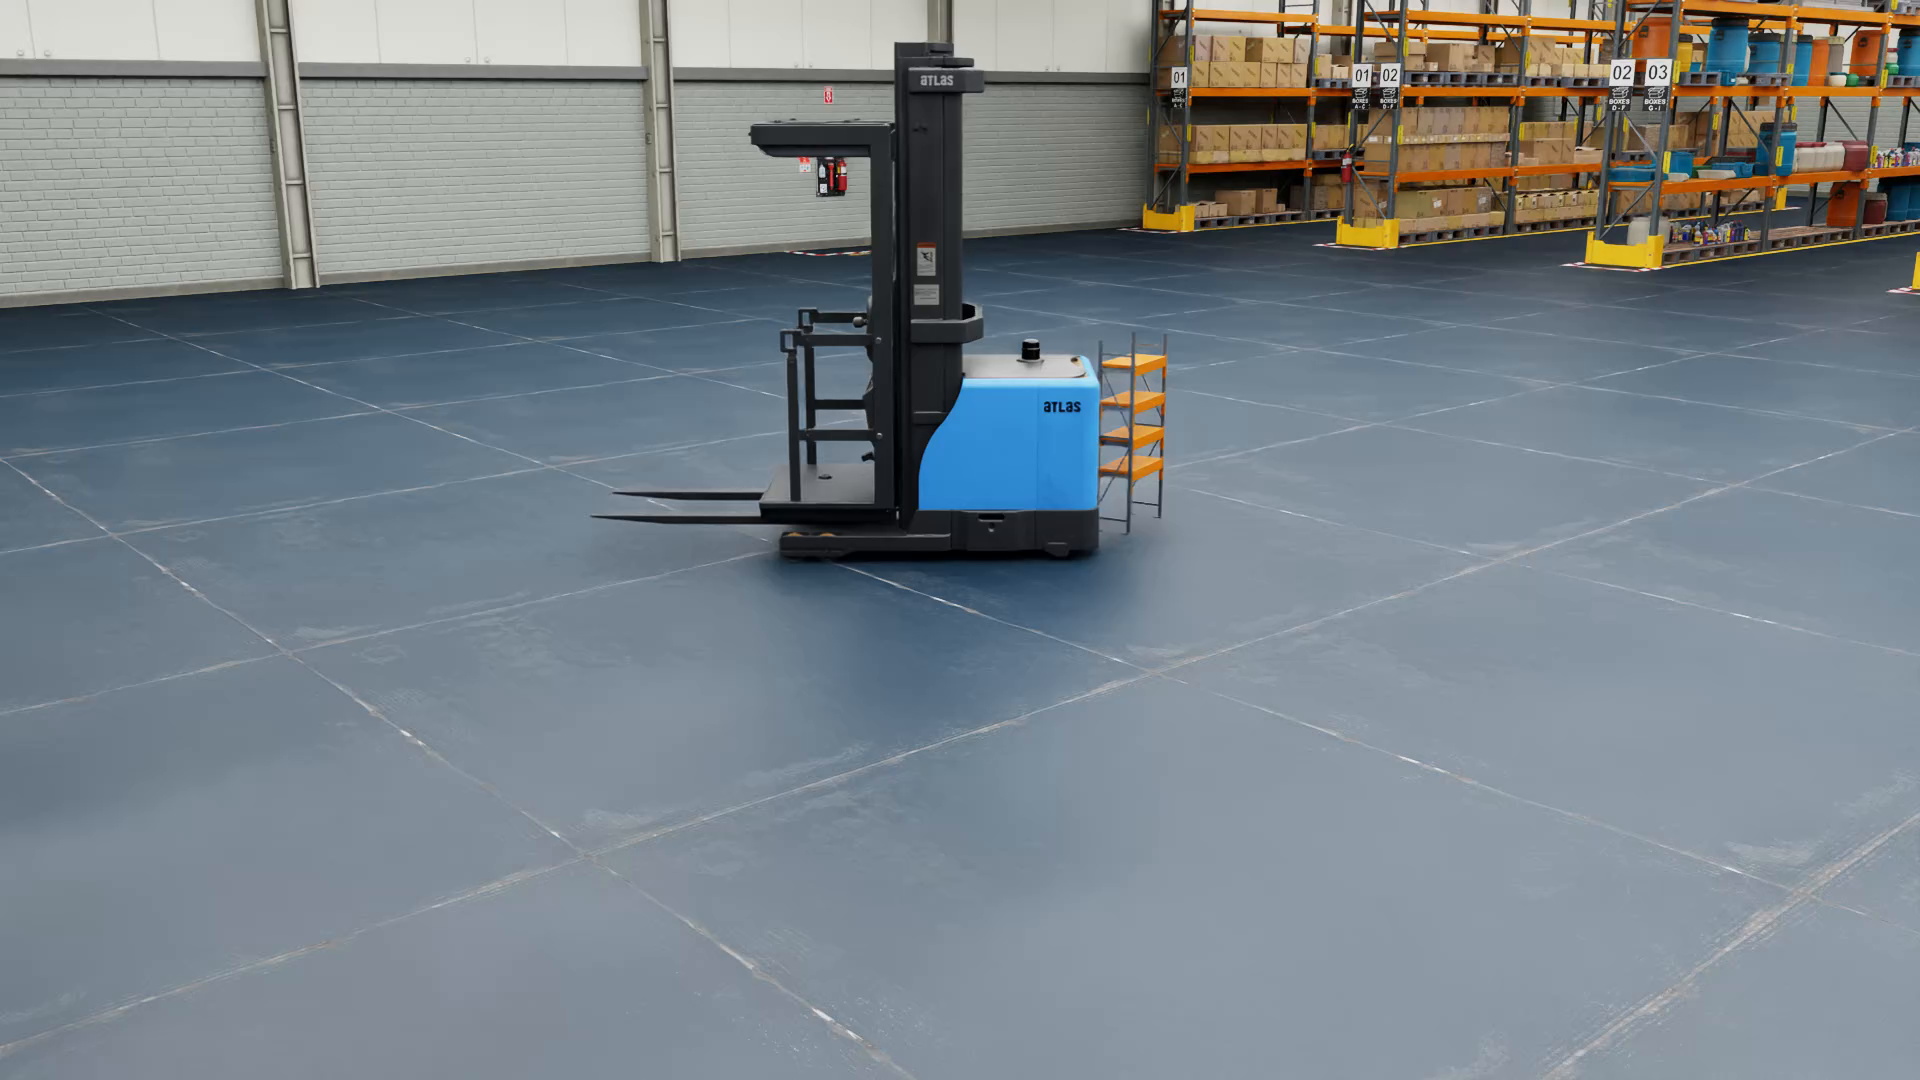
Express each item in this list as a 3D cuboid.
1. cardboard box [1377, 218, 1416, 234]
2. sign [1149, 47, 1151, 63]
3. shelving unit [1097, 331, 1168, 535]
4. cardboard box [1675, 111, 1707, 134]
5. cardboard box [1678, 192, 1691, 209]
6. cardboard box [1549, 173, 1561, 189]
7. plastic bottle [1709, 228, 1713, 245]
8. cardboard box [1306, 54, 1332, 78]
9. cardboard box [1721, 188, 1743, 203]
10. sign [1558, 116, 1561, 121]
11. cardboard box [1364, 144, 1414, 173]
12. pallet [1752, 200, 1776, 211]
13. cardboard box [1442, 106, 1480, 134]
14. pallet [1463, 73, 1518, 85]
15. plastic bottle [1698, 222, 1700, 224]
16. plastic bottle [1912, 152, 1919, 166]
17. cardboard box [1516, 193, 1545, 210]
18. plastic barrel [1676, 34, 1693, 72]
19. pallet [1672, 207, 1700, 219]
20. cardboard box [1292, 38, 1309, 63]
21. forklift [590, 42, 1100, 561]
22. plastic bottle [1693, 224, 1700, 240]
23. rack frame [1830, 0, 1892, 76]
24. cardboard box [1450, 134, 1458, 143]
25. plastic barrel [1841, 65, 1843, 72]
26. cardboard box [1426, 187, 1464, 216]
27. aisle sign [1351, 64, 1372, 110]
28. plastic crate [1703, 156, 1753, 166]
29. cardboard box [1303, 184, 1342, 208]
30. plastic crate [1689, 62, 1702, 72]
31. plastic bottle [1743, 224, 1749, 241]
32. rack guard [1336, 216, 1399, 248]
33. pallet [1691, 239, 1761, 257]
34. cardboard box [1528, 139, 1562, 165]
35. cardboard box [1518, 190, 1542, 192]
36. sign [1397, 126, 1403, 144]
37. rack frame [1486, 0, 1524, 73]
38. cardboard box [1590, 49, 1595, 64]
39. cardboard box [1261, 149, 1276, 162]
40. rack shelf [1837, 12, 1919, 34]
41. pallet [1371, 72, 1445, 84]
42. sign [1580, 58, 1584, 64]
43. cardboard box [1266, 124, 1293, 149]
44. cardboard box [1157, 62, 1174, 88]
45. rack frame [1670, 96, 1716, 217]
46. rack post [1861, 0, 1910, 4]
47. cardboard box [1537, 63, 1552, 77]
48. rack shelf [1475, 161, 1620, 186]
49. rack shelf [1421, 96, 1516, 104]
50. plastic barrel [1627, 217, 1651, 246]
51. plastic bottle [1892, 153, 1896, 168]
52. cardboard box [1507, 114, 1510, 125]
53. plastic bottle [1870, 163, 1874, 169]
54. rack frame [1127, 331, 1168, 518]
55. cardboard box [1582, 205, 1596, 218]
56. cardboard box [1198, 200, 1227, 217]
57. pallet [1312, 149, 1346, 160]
[{"bbox_3d":[8.022,-5.781,30.596,0.500,0.250,0.500,-13,19,-39],"label":"cardboard box"},{"bbox_3d":[3.868,-9.812,33.641,0.005,0.325,0.100,-13,19,-39],"label":"sign"},{"bbox_3d":[1.079,-0.682,10.479,0.258,1.200,0.503,8,17,29],"label":"shelving unit"},{"bbox_3d":[16.736,-9.560,38.095,0.500,0.500,0.500,-13,19,-39],"label":"cardboard box"},{"bbox_3d":[15.961,-7.676,37.164,0.500,0.500,0.500,-13,19,-39],"label":"cardboard box"},{"bbox_3d":[15.068,-9.221,42.987,0.500,0.500,0.700,-13,20,-41],"label":"cardboard box"},{"bbox_3d":[12.627,-5.110,28.004,0.097,0.271,0.097,0,15,0],"label":"plastic bottle"},{"bbox_3d":[7.699,-10.278,36.097,0.500,0.500,0.500,-9,18,-32],"label":"cardboard box"},{"bbox_3d":[17.938,-8.218,39.189,0.637,0.503,0.797,-13,19,-39],"label":"cardboard box"},{"bbox_3d":[15.927,-11.099,44.159,0.005,0.325,0.100,-13,19,-39],"label":"sign"},{"bbox_3d":[7.832,-6.984,30.391,0.500,0.500,0.700,-13,19,-39],"label":"cardboard box"},{"bbox_3d":[18.883,-8.074,40.070,1.213,0.211,1.003,-13,19,-39],"label":"pallet"},{"bbox_3d":[9.400,-7.965,31.549,0.500,0.500,0.700,-13,20,-39],"label":"cardboard box"},{"bbox_3d":[9.863,-8.794,31.719,1.213,0.211,1.003,-13,19,-39],"label":"pallet"},{"bbox_3d":[12.984,-5.440,29.229,0.135,0.276,0.152,-12,19,-37],"label":"plastic bottle"},{"bbox_3d":[18.930,-7.568,33.009,0.135,0.276,0.152,-13,19,-39],"label":"plastic bottle"},{"bbox_3d":[11.345,-6.788,33.277,0.500,0.311,0.500,-13,20,-40],"label":"cardboard box"},{"bbox_3d":[11.497,-7.855,26.855,0.600,0.588,0.600,0,15,0],"label":"plastic barrel"},{"bbox_3d":[15.935,-7.400,37.544,1.213,0.211,1.003,-13,19,-39],"label":"pallet"},{"bbox_3d":[7.034,-10.353,35.215,0.500,0.500,0.500,14,20,42],"label":"cardboard box"},{"bbox_3d":[-0.690,-1.426,9.910,3.031,2.935,1.130,0,15,1],"label":"forklift"},{"bbox_3d":[12.826,-5.362,28.948,0.097,0.271,0.097,0,15,0],"label":"plastic bottle"},{"bbox_3d":[16.755,-10.148,30.804,0.127,3.000,1.000,-13,19,-39],"label":"rack frame"},{"bbox_3d":[9.069,-7.506,31.087,0.250,0.149,0.380,-12,19,-39],"label":"cardboard box"},{"bbox_3d":[16.320,-8.760,31.203,0.421,0.512,0.421,0,15,0],"label":"plastic barrel"},{"bbox_3d":[9.155,-6.397,31.449,0.500,0.500,0.500,-13,19,-39],"label":"cardboard box"},{"bbox_3d":[7.229,-8.161,29.954,0.004,0.787,0.394,-13,19,-39],"label":"aisle sign"},{"bbox_3d":[13.259,-6.478,28.810,0.504,0.338,0.767,-13,19,-39],"label":"plastic crate"},{"bbox_3d":[8.136,-7.731,37.371,0.500,0.500,0.700,-13,20,-40],"label":"cardboard box"},{"bbox_3d":[11.961,-7.718,27.549,0.575,0.384,0.392,-13,19,-39],"label":"plastic crate"},{"bbox_3d":[13.591,-5.327,28.790,0.133,0.283,0.061,-11,19,-37],"label":"plastic bottle"},{"bbox_3d":[7.453,-5.648,30.425,0.348,0.500,1.175,-13,19,-39],"label":"rack guard"},{"bbox_3d":[13.204,-5.119,29.006,1.213,0.211,1.003,-13,19,-39],"label":"pallet"},{"bbox_3d":[11.854,-7.886,33.768,0.500,0.500,0.500,-13,19,-39],"label":"cardboard box"},{"bbox_3d":[11.754,-7.065,34.314,0.500,0.311,0.500,-13,20,-40],"label":"cardboard box"},{"bbox_3d":[7.831,-7.207,29.587,0.005,0.325,0.100,-13,19,-39],"label":"sign"},{"bbox_3d":[13.269,-12.754,40.562,0.127,3.000,1.000,-13,19,-39],"label":"rack frame"},{"bbox_3d":[15.914,-12.347,42.678,0.500,0.500,0.500,-13,20,-40],"label":"cardboard box"},{"bbox_3d":[6.325,-8.128,35.118,0.500,0.250,0.500,-13,20,-40],"label":"cardboard box"},{"bbox_3d":[18.264,-9.946,32.217,4.000,0.370,1.077,-13,19,-39],"label":"rack shelf"},{"bbox_3d":[8.022,-8.381,30.171,1.213,0.211,1.003,-13,19,-39],"label":"pallet"},{"bbox_3d":[13.152,-10.020,35.134,0.005,0.325,0.100,-13,19,-39],"label":"sign"},{"bbox_3d":[6.708,-8.574,35.336,0.500,0.500,0.500,-13,20,-40],"label":"cardboard box"},{"bbox_3d":[4.365,-9.450,33.772,0.500,0.500,0.500,-11,18,-35],"label":"cardboard box"},{"bbox_3d":[16.524,-8.892,37.728,0.127,3.000,1.000,-13,19,-39],"label":"rack frame"},{"bbox_3d":[17.275,-10.242,31.304,0.937,0.300,0.954,-13,19,-39],"label":"rack post"},{"bbox_3d":[11.373,-9.313,32.966,0.500,0.250,0.500,14,20,42],"label":"cardboard box"},{"bbox_3d":[11.998,-7.528,34.015,4.000,0.370,1.077,-13,19,-39],"label":"rack shelf"},{"bbox_3d":[11.761,-10.619,39.773,4.000,0.370,1.077,-13,19,-39],"label":"rack shelf"},{"bbox_3d":[11.167,-5.022,27.245,0.421,0.512,0.421,0,15,0],"label":"plastic barrel"},{"bbox_3d":[18.097,-7.369,32.274,0.097,0.271,0.097,0,15,0],"label":"plastic bottle"},{"bbox_3d":[13.085,-10.291,40.703,0.500,0.250,0.500,-12,19,-38],"label":"cardboard box"},{"bbox_3d":[17.294,-7.200,31.633,0.135,0.276,0.152,-13,19,-39],"label":"plastic bottle"},{"bbox_3d":[1.200,-0.737,10.683,0.240,1.200,0.015,8,17,29],"label":"rack frame"},{"bbox_3d":[12.883,-6.864,34.651,0.500,0.250,0.500,-13,20,-40],"label":"cardboard box"},{"bbox_3d":[5.228,-6.933,34.750,0.500,0.311,0.500,-11,18,-35],"label":"cardboard box"},{"bbox_3d":[7.906,-8.509,36.666,1.213,0.211,1.003,-13,19,-39],"label":"pallet"}]
